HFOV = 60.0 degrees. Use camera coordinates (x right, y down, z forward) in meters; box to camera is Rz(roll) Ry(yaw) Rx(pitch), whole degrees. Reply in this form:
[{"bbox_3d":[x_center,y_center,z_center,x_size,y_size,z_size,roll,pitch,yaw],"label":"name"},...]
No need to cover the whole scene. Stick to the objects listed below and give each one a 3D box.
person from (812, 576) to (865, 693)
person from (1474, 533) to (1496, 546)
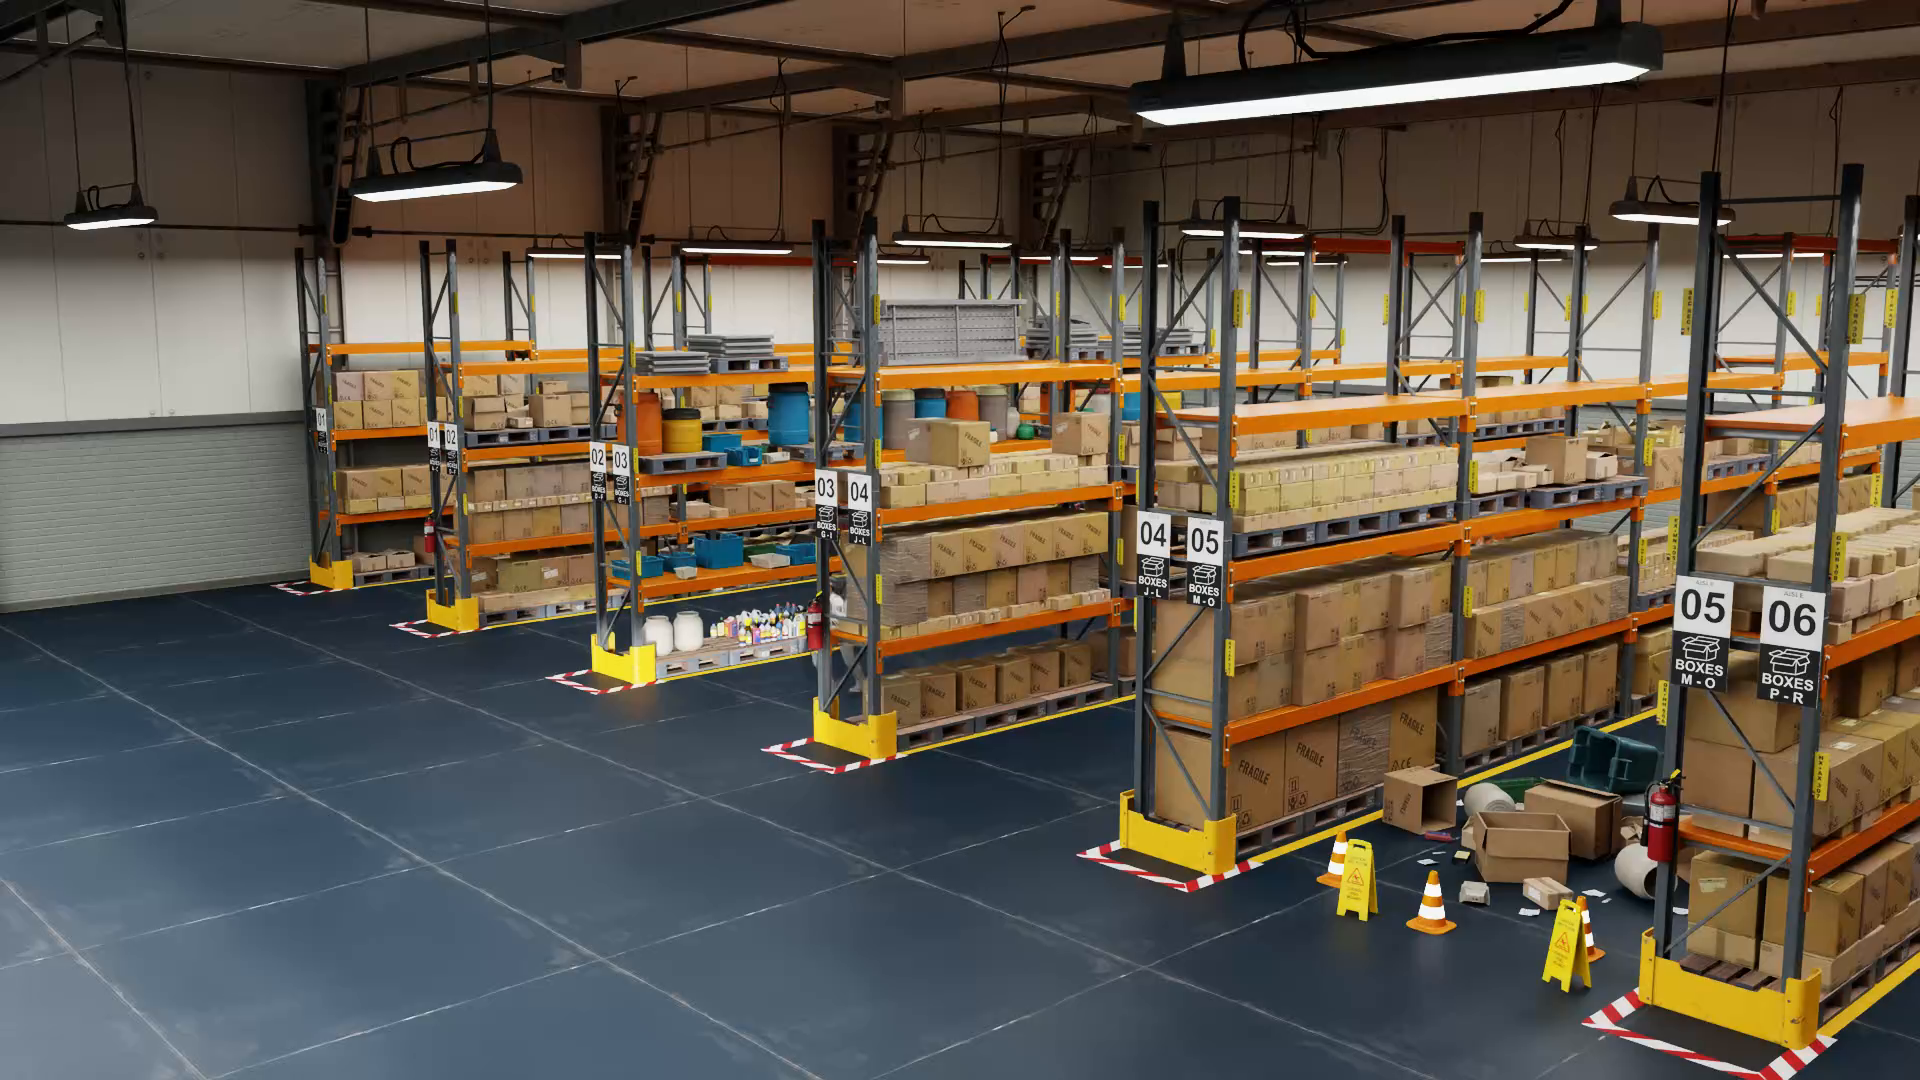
[{"bbox_3d":[-1.551,1.232,21.332,0.602,1.652,0.885,8,12,44],"label":"person"},{"bbox_3d":[8.023,0.600,25.319,0.845,1.774,0.655,-7,11,-41],"label":"person"}]
